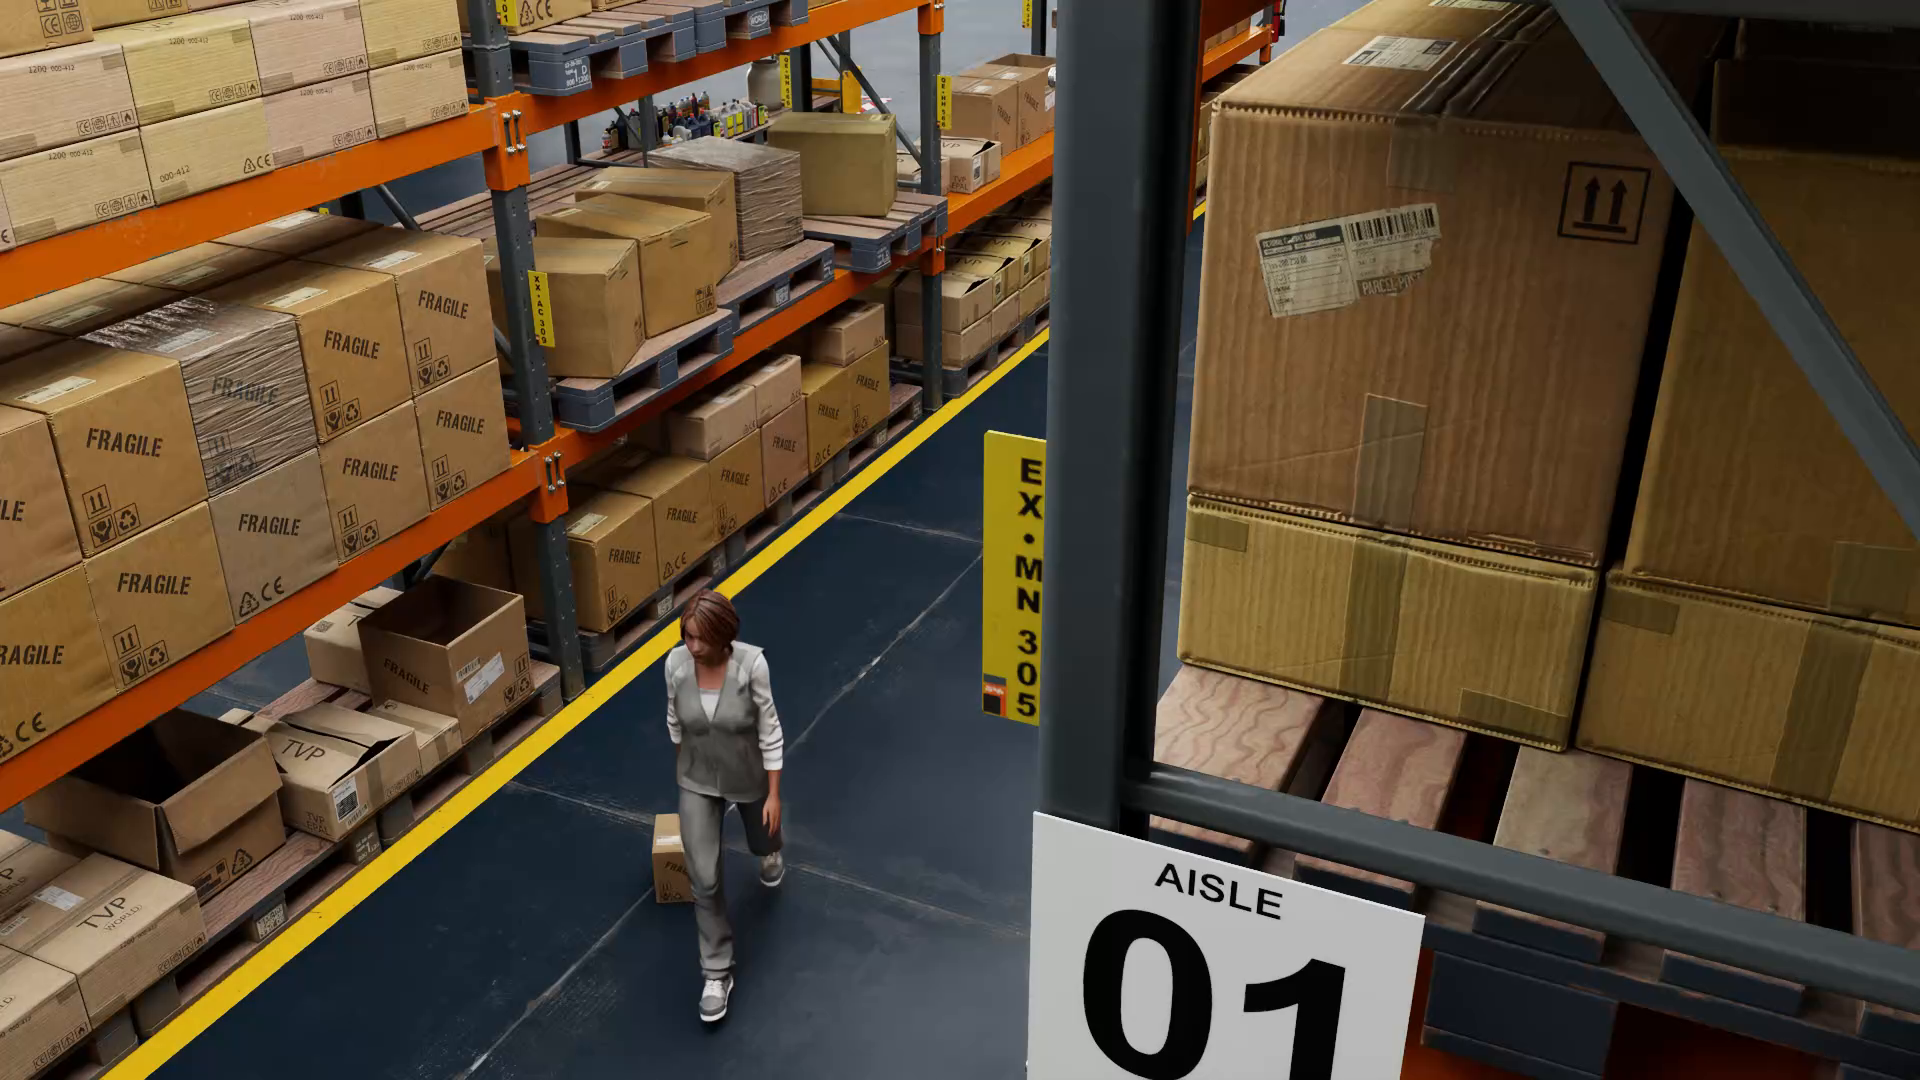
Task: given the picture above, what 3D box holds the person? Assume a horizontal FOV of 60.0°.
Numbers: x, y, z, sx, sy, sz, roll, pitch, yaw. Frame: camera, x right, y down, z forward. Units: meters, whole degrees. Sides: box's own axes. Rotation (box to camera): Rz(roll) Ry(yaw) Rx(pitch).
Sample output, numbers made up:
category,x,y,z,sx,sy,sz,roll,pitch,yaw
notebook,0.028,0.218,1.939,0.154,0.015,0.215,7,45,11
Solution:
category,x,y,z,sx,sy,sz,roll,pitch,yaw
person,-0.825,0.825,5.955,0.419,1.542,0.944,-1,27,-1
